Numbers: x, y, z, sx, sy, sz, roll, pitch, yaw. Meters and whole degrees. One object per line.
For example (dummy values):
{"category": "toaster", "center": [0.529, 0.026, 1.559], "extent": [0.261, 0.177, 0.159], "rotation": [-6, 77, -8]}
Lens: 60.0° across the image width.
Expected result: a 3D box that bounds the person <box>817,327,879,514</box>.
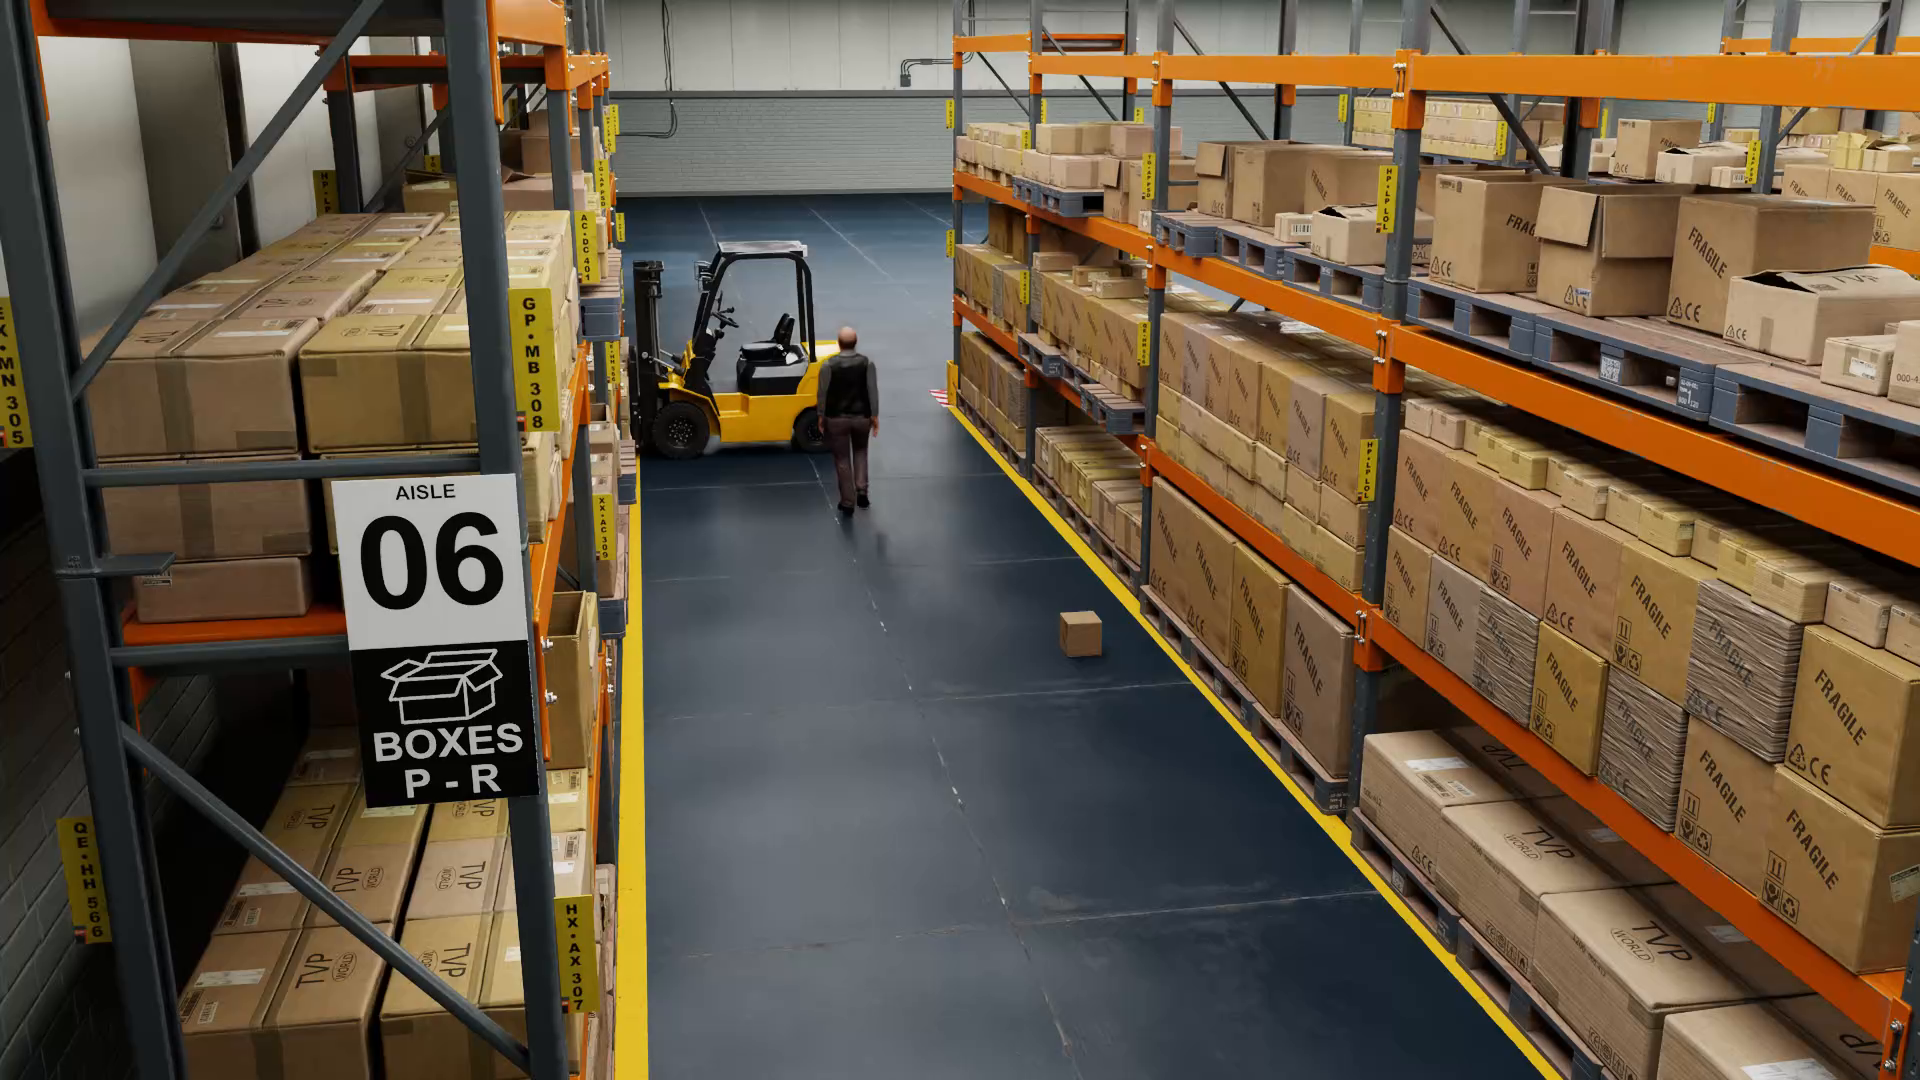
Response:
{"category": "person", "center": [-1.046, -1.108, 15.352], "extent": [0.556, 1.741, 0.498], "rotation": [-5, 17, -15]}
